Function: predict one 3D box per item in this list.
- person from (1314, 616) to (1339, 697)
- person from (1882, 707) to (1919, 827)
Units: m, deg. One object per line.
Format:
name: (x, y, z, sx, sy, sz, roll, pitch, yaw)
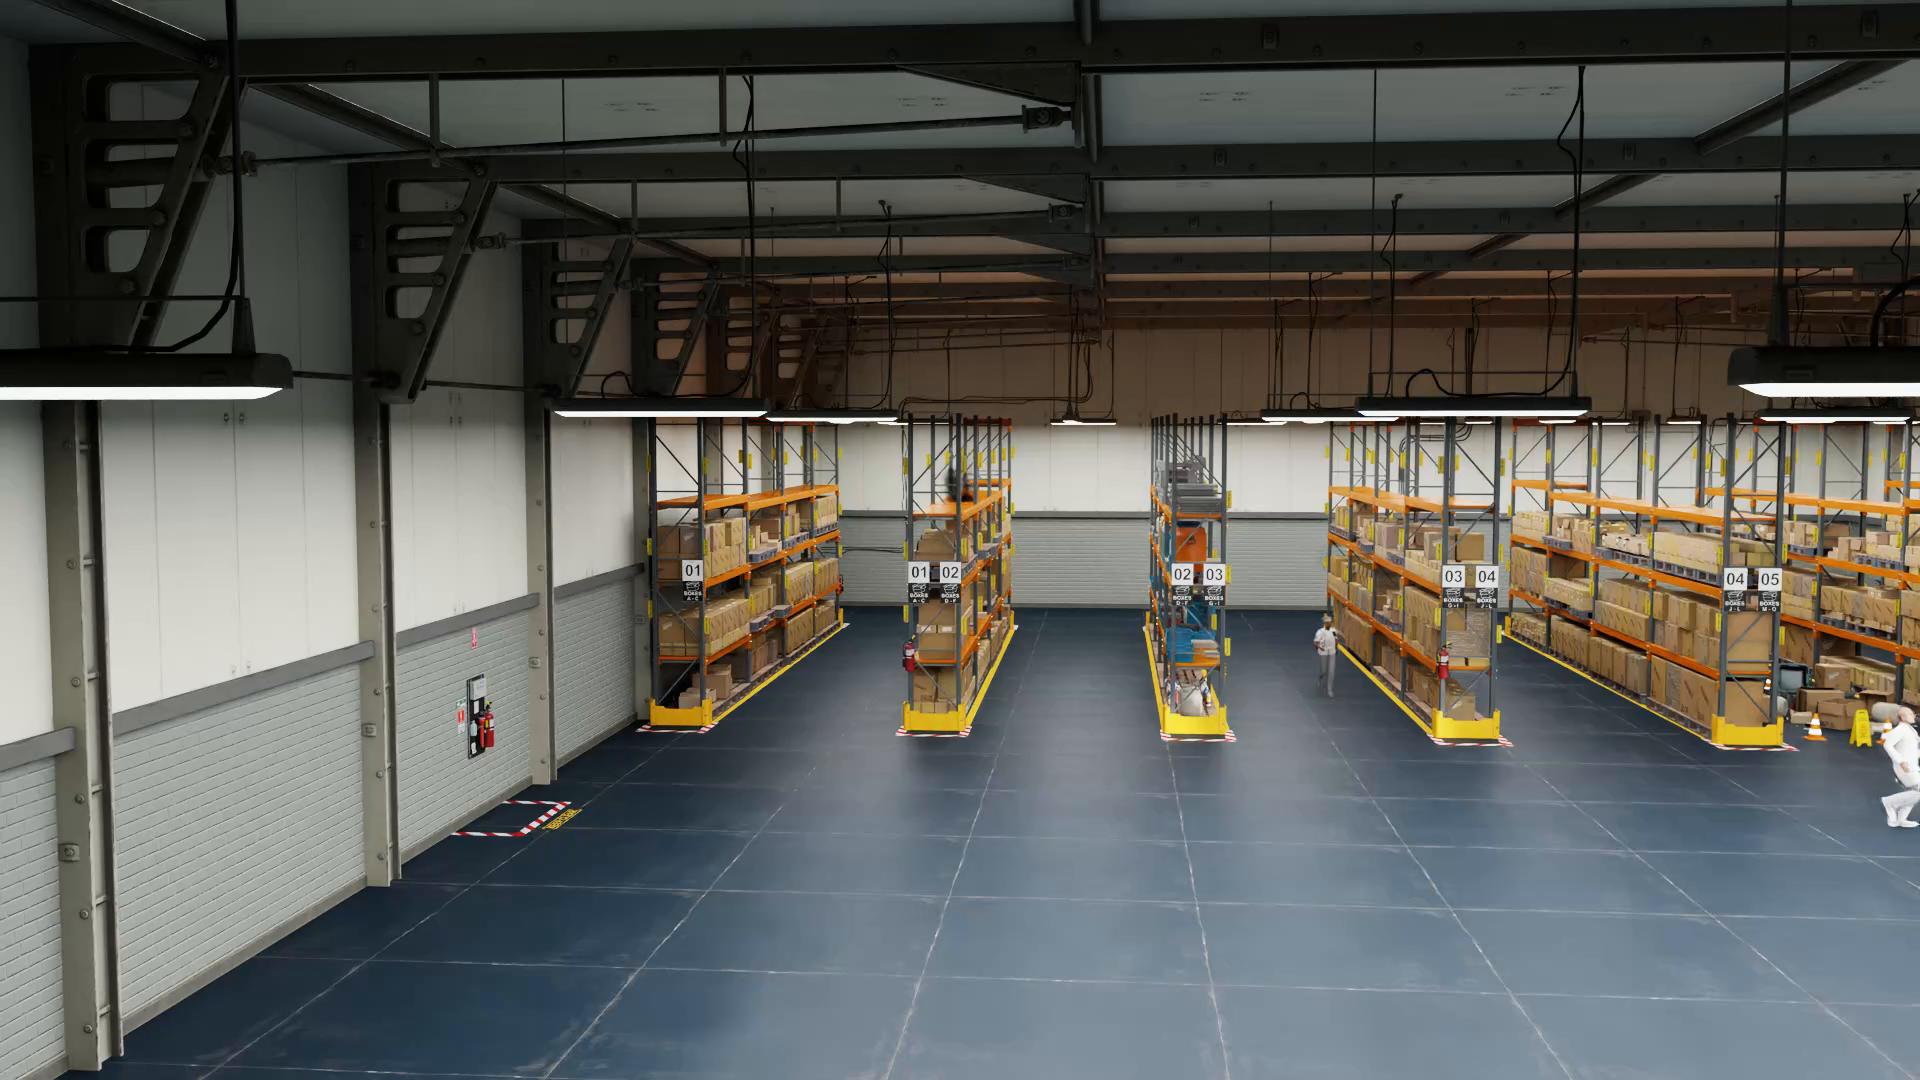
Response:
person: (7.918, 2.479, 35.883, 0.579, 1.700, 0.859, 0, 4, -2)
person: (13.570, 3.261, 23.778, 0.624, 1.737, 0.713, 3, 5, 37)
